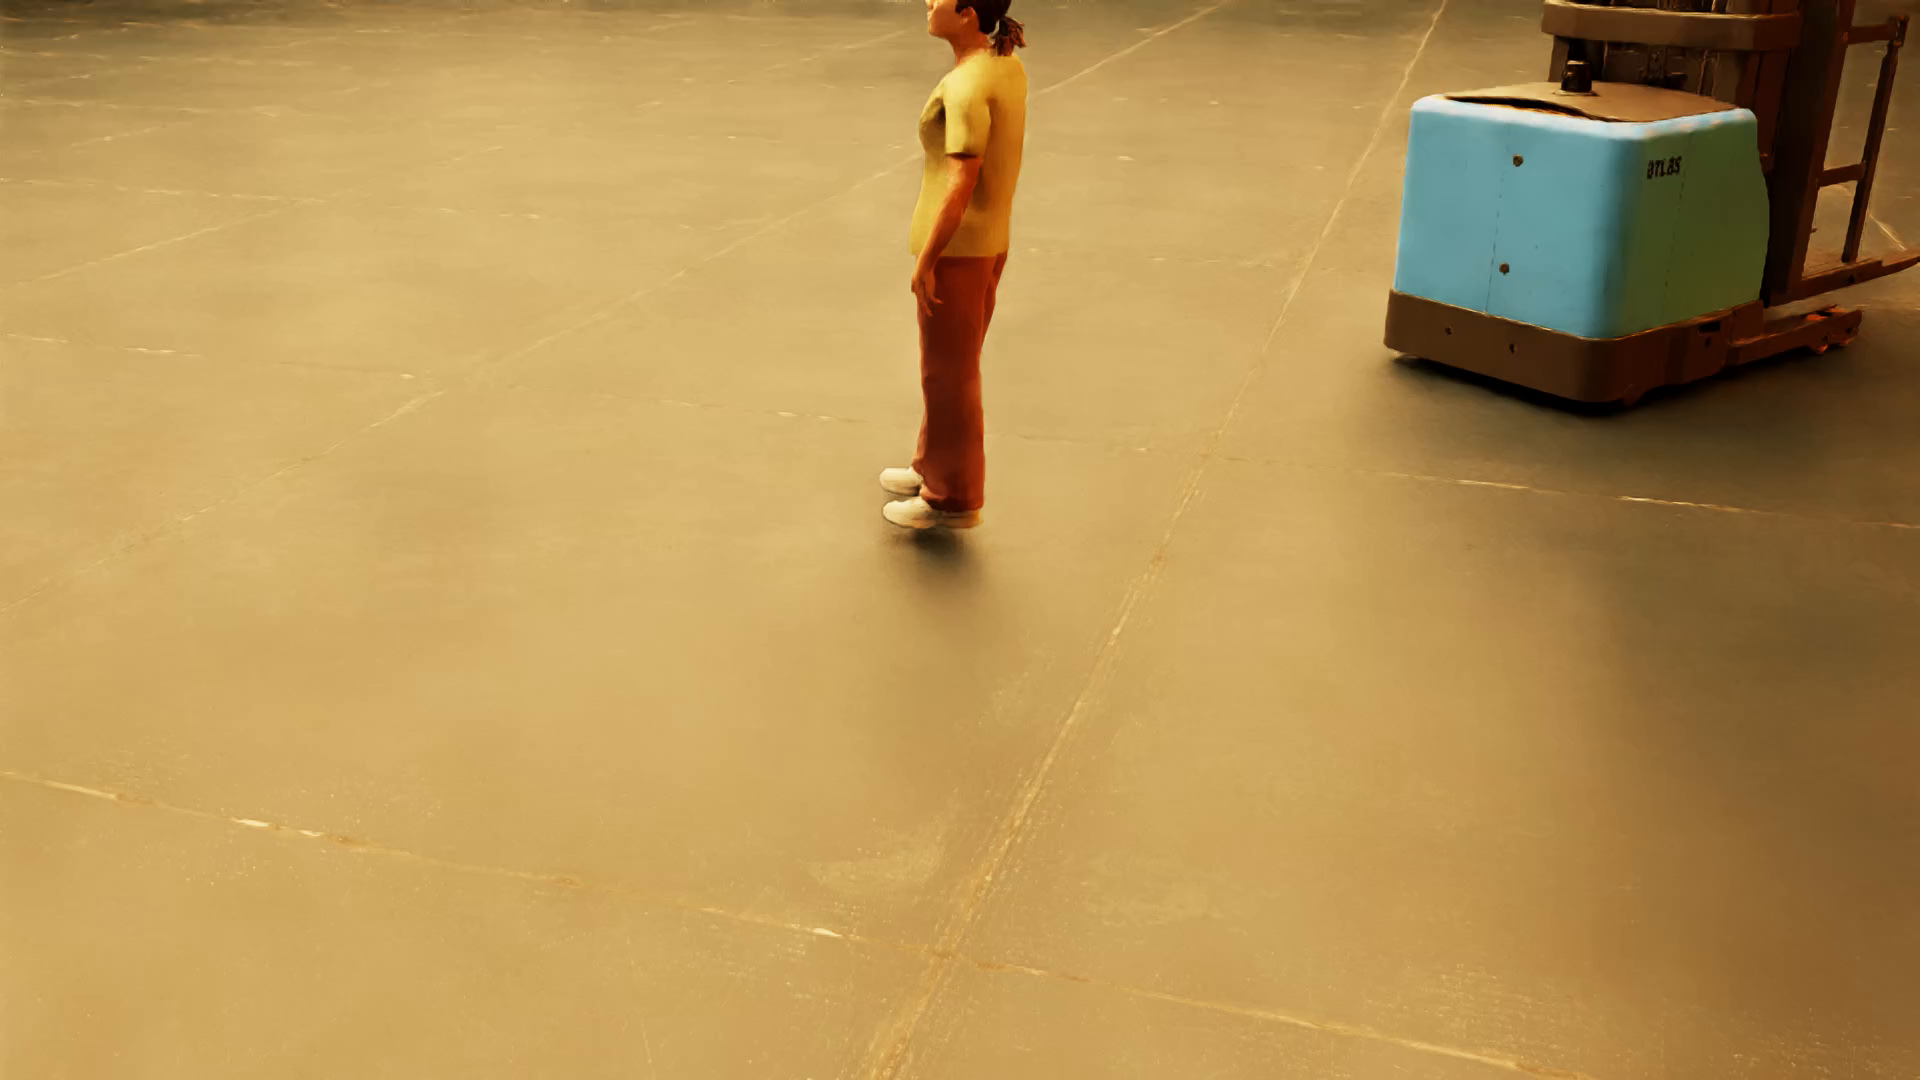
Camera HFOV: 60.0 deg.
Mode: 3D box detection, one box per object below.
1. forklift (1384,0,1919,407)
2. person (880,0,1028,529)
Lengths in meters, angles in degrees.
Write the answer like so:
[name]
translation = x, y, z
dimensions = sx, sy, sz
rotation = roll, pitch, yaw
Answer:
[forklift]
translation = 3.243, -2.286, 6.817
dimensions = 3.031, 2.935, 1.130
rotation = -16, 27, -33
[person]
translation = -0.067, -0.830, 4.813
dimensions = 0.549, 1.673, 0.554
rotation = 7, 23, 16
